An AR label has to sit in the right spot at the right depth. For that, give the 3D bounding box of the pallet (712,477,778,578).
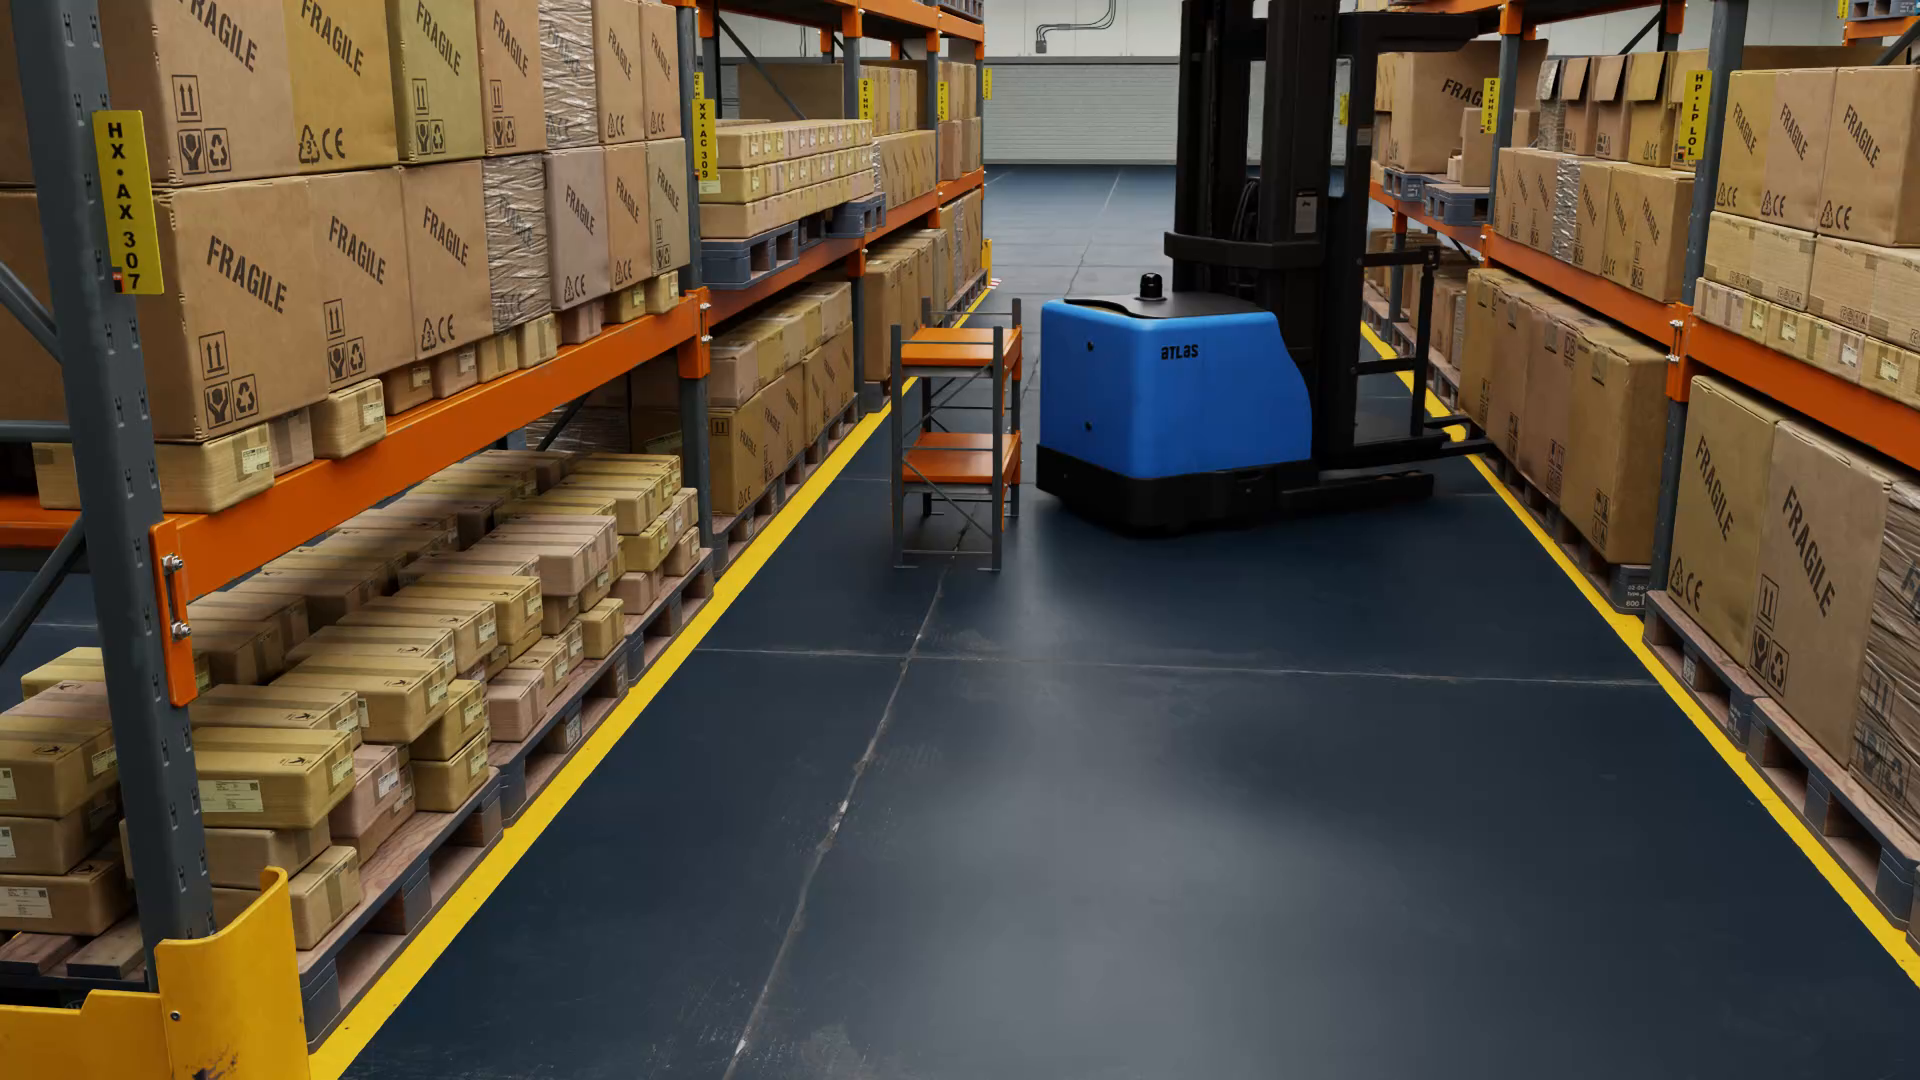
[{"bbox_3d":[-1.509,-0.100,8.127,1.003,0.211,1.213,2,15,6],"label":"pallet"}]

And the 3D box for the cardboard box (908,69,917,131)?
[{"bbox_3d":[-0.743,-3.721,14.069,0.700,0.500,0.500,1,15,5],"label":"cardboard box"}]

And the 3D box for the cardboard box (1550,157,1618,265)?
[{"bbox_3d":[3.279,-1.643,8.300,0.500,0.500,0.500,2,15,6],"label":"cardboard box"}]

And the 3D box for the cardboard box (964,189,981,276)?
[{"bbox_3d":[-0.252,-3.356,18.091,0.875,0.875,0.875,2,15,7],"label":"cardboard box"}]

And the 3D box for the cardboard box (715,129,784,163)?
[{"bbox_3d":[-1.037,-1.840,7.758,0.380,0.149,0.250,2,15,7],"label":"cardboard box"}]

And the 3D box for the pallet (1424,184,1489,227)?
[{"bbox_3d":[3.747,-2.205,10.936,1.213,0.211,1.003,2,15,6],"label":"pallet"}]

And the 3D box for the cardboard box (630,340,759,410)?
[{"bbox_3d":[-1.250,-0.786,7.870,0.500,0.250,0.500,1,15,4],"label":"cardboard box"}]

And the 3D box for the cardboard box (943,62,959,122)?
[{"bbox_3d":[-0.473,-4.289,15.922,0.875,0.550,0.550,2,15,6],"label":"cardboard box"}]

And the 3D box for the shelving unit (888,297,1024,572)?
[{"bbox_3d":[-0.001,-0.541,8.009,0.538,1.125,1.048,2,15,6],"label":"shelving unit"}]

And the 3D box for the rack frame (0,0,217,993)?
[{"bbox_3d":[-2.044,-0.207,3.179,0.949,2.616,0.053,2,15,6],"label":"rack frame"}]

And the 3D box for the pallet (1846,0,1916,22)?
[{"bbox_3d":[9.406,-5.183,16.200,1.003,0.211,1.213,2,15,6],"label":"pallet"}]

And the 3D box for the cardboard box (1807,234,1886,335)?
[{"bbox_3d":[2.894,-0.765,4.964,0.500,0.250,0.500,2,15,8],"label":"cardboard box"}]

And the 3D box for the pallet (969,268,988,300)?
[{"bbox_3d":[-0.254,-2.801,18.115,1.003,0.211,1.213,2,15,6],"label":"pallet"}]

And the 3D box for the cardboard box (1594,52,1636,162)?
[{"bbox_3d":[3.529,-2.109,8.103,0.797,0.503,0.637,2,15,8],"label":"cardboard box"}]

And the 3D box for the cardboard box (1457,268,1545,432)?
[{"bbox_3d":[3.674,-1.108,9.779,1.225,0.875,0.875,1,15,4],"label":"cardboard box"}]

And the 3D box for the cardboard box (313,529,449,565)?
[{"bbox_3d":[-1.975,0.067,5.684,0.380,0.149,0.250,1,15,4],"label":"cardboard box"}]

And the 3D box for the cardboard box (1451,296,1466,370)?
[{"bbox_3d":[3.878,-1.433,11.663,0.700,0.500,0.500,0,15,2],"label":"cardboard box"}]

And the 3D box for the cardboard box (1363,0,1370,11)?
[{"bbox_3d":[4.312,-5.308,16.588,0.500,0.250,0.500,1,15,5],"label":"cardboard box"}]

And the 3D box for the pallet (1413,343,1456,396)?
[{"bbox_3d":[4.003,-1.281,12.496,1.003,0.211,1.213,2,15,6],"label":"pallet"}]

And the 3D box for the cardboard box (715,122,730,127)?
[{"bbox_3d":[-1.508,-2.264,9.325,0.380,0.149,0.250,2,15,9],"label":"cardboard box"}]

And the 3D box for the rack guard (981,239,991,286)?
[{"bbox_3d":[-0.239,-3.156,18.876,1.175,0.500,0.348,2,15,6],"label":"rack guard"}]

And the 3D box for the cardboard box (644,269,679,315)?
[{"bbox_3d":[-1.316,-0.972,6.491,0.380,0.149,0.250,1,15,5],"label":"cardboard box"}]

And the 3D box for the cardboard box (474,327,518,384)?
[{"bbox_3d":[-1.559,-0.566,4.989,0.380,0.149,0.250,2,15,8],"label":"cardboard box"}]

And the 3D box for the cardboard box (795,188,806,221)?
[{"bbox_3d":[-0.979,-1.682,8.313,0.380,0.149,0.250,1,15,4],"label":"cardboard box"}]

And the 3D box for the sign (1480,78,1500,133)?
[{"bbox_3d":[3.233,-2.643,10.125,0.100,0.325,0.005,2,15,6],"label":"sign"}]

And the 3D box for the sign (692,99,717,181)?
[{"bbox_3d":[-1.055,-1.648,6.852,0.100,0.325,0.005,2,15,6],"label":"sign"}]

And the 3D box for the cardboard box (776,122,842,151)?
[{"bbox_3d":[-0.863,-2.245,9.254,0.380,0.149,0.250,2,15,6],"label":"cardboard box"}]

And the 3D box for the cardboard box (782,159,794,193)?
[{"bbox_3d":[-1.009,-1.759,8.029,0.380,0.149,0.250,1,15,4],"label":"cardboard box"}]

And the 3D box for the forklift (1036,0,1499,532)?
[{"bbox_3d":[1.958,-1.702,8.841,3.031,2.935,1.130,-8,17,-26],"label":"forklift"}]

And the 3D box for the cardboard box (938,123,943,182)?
[{"bbox_3d":[-0.623,-3.631,15.555,0.875,0.550,0.550,2,15,6],"label":"cardboard box"}]

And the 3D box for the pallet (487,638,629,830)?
[{"bbox_3d":[-1.771,0.595,5.559,1.003,0.211,1.213,2,15,6],"label":"pallet"}]

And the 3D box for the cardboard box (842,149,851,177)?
[{"bbox_3d":[-0.832,-2.163,9.520,0.380,0.149,0.250,2,15,6],"label":"cardboard box"}]

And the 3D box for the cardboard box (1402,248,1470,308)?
[{"bbox_3d":[4.366,-2.394,15.253,0.500,0.500,0.500,7,17,24],"label":"cardboard box"}]

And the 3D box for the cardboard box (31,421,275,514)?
[{"bbox_3d":[-1.685,-0.160,3.487,0.380,0.149,0.250,2,15,6],"label":"cardboard box"}]

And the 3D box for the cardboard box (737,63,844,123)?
[{"bbox_3d":[-1.084,-2.929,11.139,0.700,0.500,0.500,2,15,6],"label":"cardboard box"}]

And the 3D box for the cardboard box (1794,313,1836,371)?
[{"bbox_3d":[2.842,-0.612,5.162,0.380,0.149,0.250,1,15,5],"label":"cardboard box"}]

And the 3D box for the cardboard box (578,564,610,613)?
[{"bbox_3d":[-1.481,0.146,5.962,0.380,0.149,0.250,2,15,8],"label":"cardboard box"}]

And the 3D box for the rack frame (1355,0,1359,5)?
[{"bbox_3d":[4.676,-7.080,17.106,1.000,3.000,0.127,2,15,6],"label":"rack frame"}]

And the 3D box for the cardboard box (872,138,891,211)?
[{"bbox_3d":[-0.771,-2.570,11.729,0.500,0.500,0.500,2,15,6],"label":"cardboard box"}]

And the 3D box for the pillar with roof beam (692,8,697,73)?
[{"bbox_3d":[-3.415,-15.017,46.459,9.100,9.000,0.400,2,15,6],"label":"pillar with roof beam"}]

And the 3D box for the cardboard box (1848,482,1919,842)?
[{"bbox_3d":[2.965,0.384,4.260,0.875,0.875,0.875,2,15,6],"label":"cardboard box"}]

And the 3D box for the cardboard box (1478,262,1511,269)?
[{"bbox_3d":[3.868,-1.789,11.542,0.500,0.250,0.500,3,16,13],"label":"cardboard box"}]

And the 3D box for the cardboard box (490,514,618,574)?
[{"bbox_3d":[-1.433,0.012,5.887,0.380,0.149,0.250,1,15,4],"label":"cardboard box"}]

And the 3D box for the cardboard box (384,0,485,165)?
[{"bbox_3d":[-1.601,-1.255,4.380,0.500,0.500,0.500,1,15,5],"label":"cardboard box"}]

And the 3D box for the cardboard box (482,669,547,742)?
[{"bbox_3d":[-1.514,0.511,5.181,0.380,0.149,0.250,1,15,4],"label":"cardboard box"}]

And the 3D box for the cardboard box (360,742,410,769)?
[{"bbox_3d":[-1.706,0.560,4.434,0.380,0.149,0.250,2,15,7],"label":"cardboard box"}]

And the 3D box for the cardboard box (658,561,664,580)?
[{"bbox_3d":[-1.414,0.106,6.680,0.380,0.149,0.250,2,15,8],"label":"cardboard box"}]

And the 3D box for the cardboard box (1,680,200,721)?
[{"bbox_3d":[-2.153,0.471,4.189,0.380,0.149,0.250,2,15,7],"label":"cardboard box"}]

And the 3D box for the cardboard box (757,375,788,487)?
[{"bbox_3d":[-1.191,-0.561,8.475,0.500,0.500,0.500,2,15,9],"label":"cardboard box"}]

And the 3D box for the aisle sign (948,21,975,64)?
[{"bbox_3d":[0.065,-5.621,18.222,0.394,0.787,0.004,2,15,6],"label":"aisle sign"}]

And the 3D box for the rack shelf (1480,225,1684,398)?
[{"bbox_3d":[3.547,-1.243,8.391,1.077,0.370,4.000,2,15,6],"label":"rack shelf"}]

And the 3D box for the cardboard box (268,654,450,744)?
[{"bbox_3d":[-1.583,0.417,4.390,0.380,0.149,0.250,2,15,6],"label":"cardboard box"}]

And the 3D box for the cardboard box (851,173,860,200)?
[{"bbox_3d":[-0.801,-2.090,9.823,0.380,0.149,0.250,2,15,7],"label":"cardboard box"}]

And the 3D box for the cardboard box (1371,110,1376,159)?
[{"bbox_3d":[4.649,-4.101,16.820,0.875,0.500,0.500,2,15,6],"label":"cardboard box"}]

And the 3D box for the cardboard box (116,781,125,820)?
[{"bbox_3d":[-2.188,0.612,4.240,0.380,0.149,0.250,1,15,5],"label":"cardboard box"}]

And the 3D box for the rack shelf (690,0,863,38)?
[{"bbox_3d":[-1.370,-2.863,8.637,1.077,0.370,4.000,2,15,6],"label":"rack shelf"}]

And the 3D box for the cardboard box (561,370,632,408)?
[{"bbox_3d":[-1.763,-0.803,7.932,0.500,0.250,0.500,1,15,5],"label":"cardboard box"}]

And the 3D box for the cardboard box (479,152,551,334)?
[{"bbox_3d":[-1.567,-0.905,5.002,0.500,0.500,0.500,1,15,5],"label":"cardboard box"}]
